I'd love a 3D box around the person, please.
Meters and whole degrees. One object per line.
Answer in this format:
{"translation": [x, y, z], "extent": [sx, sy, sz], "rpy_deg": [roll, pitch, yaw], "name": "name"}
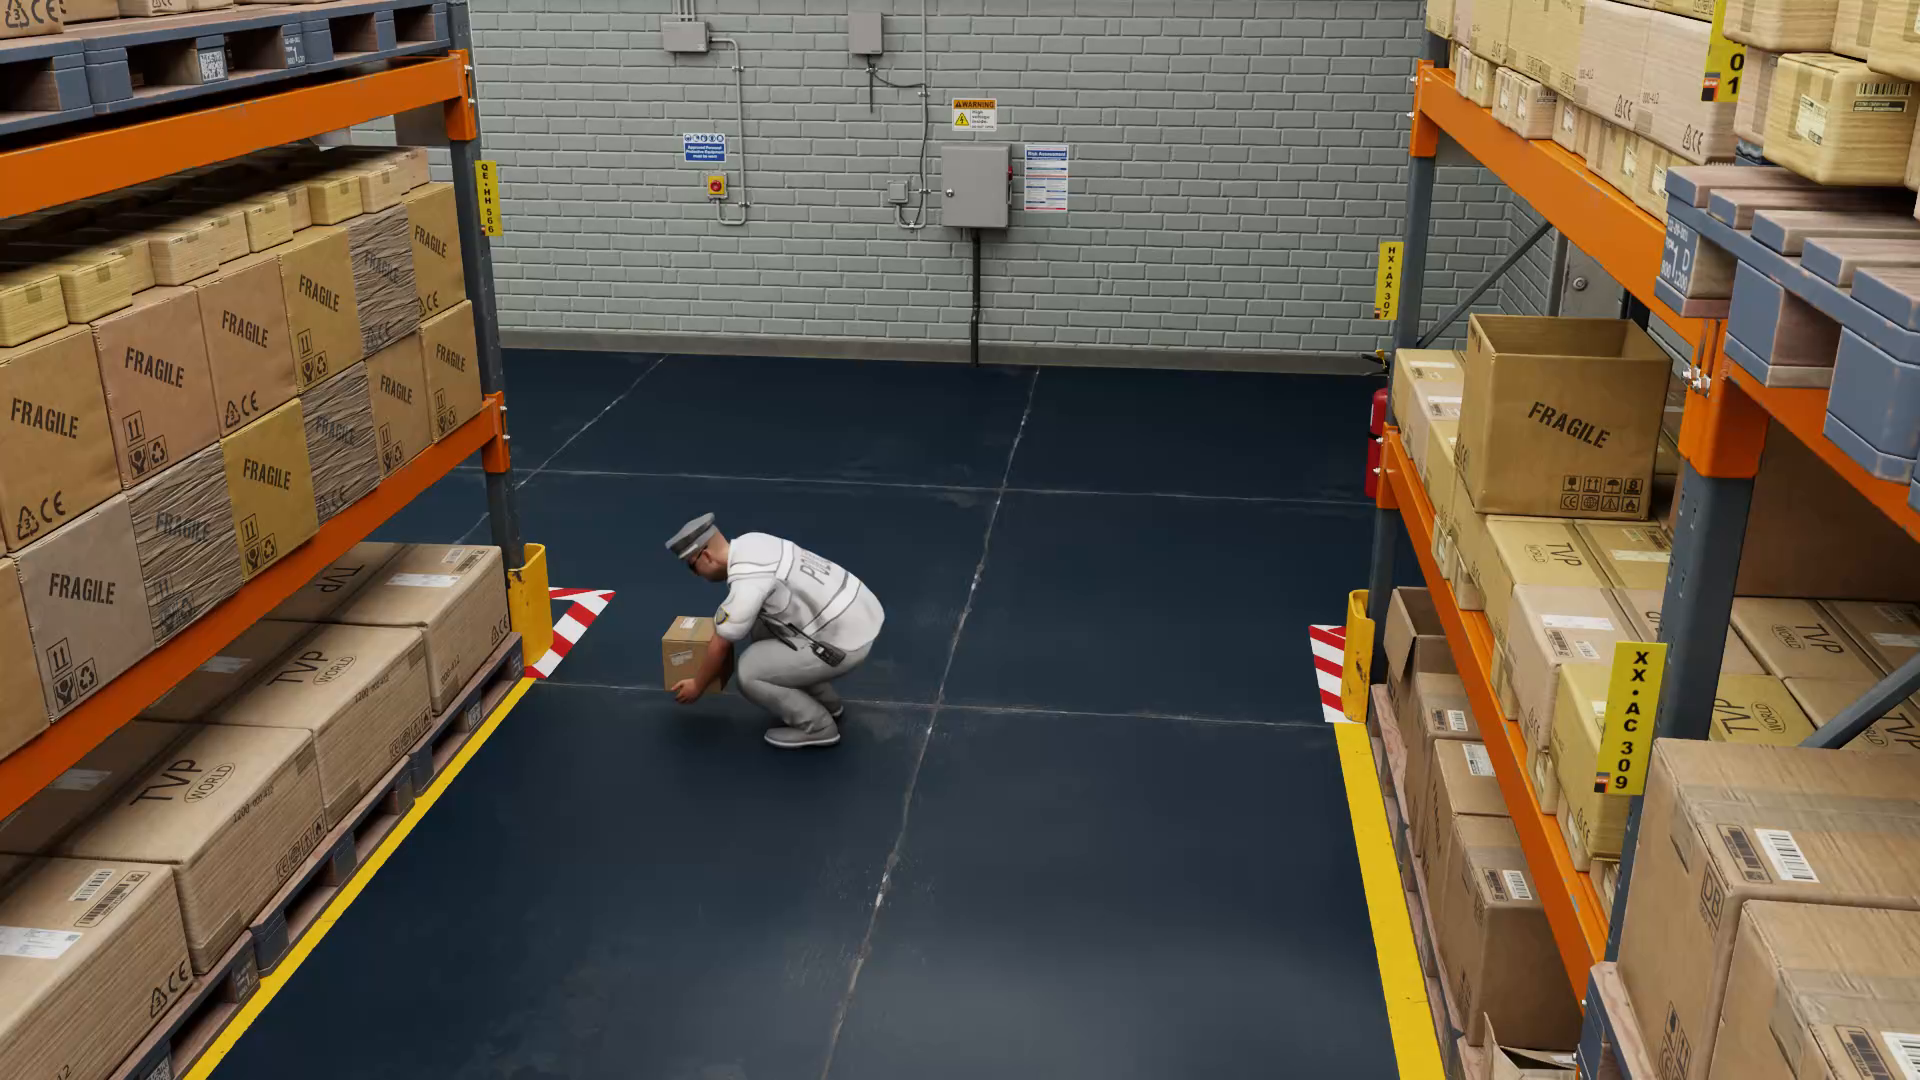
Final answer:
{"translation": [-0.790, 0.367, 7.161], "extent": [0.909, 1.013, 0.558], "rpy_deg": [2, 21, 6], "name": "person"}
